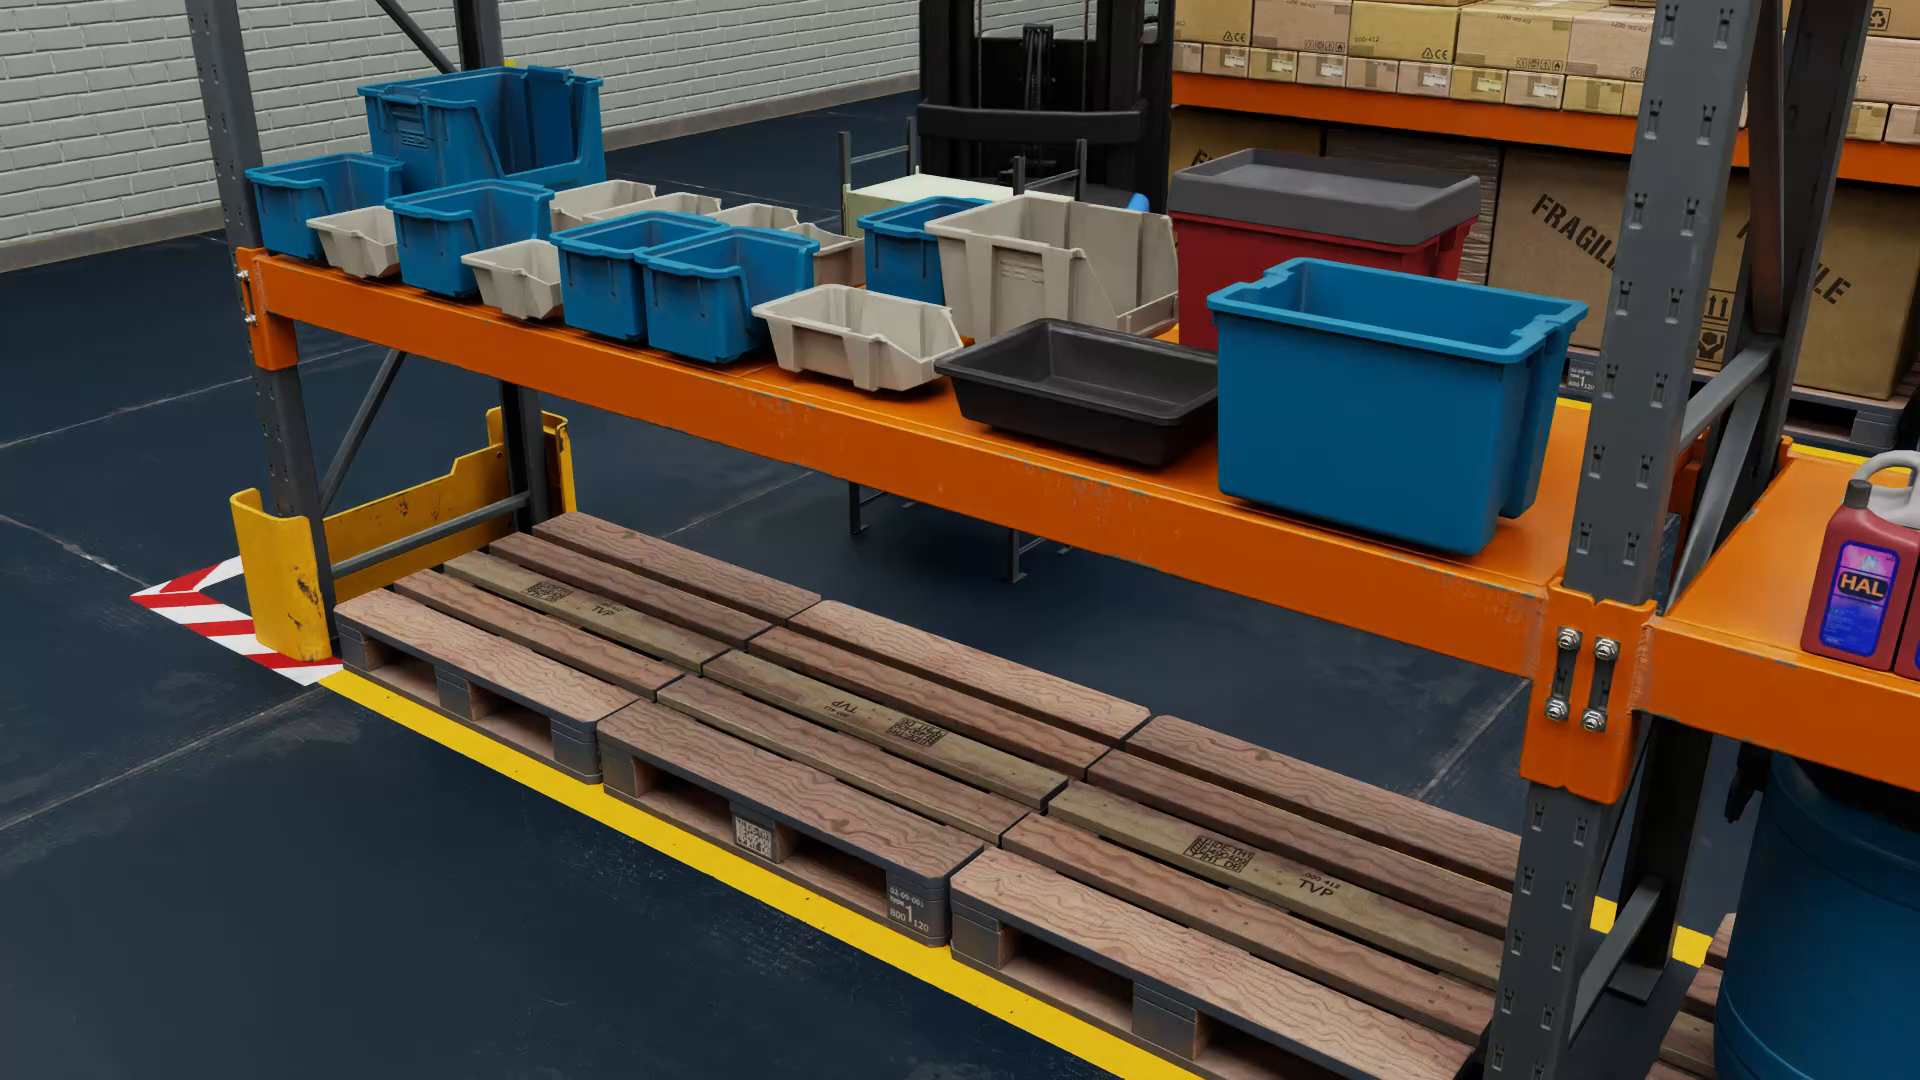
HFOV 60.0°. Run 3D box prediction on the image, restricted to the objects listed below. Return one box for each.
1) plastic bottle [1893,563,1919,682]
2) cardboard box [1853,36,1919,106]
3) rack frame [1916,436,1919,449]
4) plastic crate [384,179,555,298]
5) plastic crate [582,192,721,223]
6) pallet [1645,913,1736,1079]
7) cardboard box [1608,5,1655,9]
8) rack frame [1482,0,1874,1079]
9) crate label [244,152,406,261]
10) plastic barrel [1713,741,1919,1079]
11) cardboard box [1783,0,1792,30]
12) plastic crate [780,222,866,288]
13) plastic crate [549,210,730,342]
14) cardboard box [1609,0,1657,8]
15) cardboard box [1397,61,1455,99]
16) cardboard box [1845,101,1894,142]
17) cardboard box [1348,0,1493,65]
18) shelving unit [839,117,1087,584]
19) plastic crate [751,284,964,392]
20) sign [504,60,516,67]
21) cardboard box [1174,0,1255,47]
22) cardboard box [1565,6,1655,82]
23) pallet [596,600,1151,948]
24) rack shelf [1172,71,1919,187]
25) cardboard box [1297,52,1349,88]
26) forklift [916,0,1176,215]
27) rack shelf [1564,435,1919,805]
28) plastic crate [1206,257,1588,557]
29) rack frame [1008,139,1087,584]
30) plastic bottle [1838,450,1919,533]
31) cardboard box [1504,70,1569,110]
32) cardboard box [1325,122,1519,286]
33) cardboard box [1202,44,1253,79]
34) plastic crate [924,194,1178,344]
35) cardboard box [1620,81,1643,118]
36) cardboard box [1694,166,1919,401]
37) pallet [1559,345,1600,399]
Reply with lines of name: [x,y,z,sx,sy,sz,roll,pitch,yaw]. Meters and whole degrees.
plastic bottle: [1.500,0.084,2.483,0.133,0.283,0.061,17,29,33]
cardboard box: [3.815,-1.915,6.693,0.500,0.250,0.500,16,29,32]
rack frame: [4.326,-1.826,6.673,0.127,3.000,1.000,17,29,33]
plastic crate: [-1.318,-0.820,4.525,0.300,0.233,0.416,17,29,33]
plastic crate: [-0.861,-0.888,4.798,0.243,0.136,0.396,17,29,33]
pallet: [1.948,1.249,3.154,1.213,0.211,1.003,17,29,33]
cardboard box: [3.294,-2.336,7.650,0.500,0.250,0.500,18,29,35]
rack frame: [1.355,-0.227,3.046,0.127,3.000,1.000,17,29,33]
crate label: [-1.845,-0.980,4.887,0.303,0.233,0.416,17,29,33]
plastic barrel: [1.781,0.678,3.073,0.708,0.901,0.600,17,29,33]
cardboard box: [3.399,-2.384,6.827,0.500,0.500,0.500,17,29,34]
plastic crate: [-0.375,-0.763,4.514,0.250,0.136,0.298,17,29,33]
plastic crate: [-0.792,-0.661,4.164,0.300,0.233,0.416,17,29,33]
cardboard box: [3.288,-2.680,7.500,0.500,0.500,0.500,16,28,32]
cardboard box: [2.242,-2.175,7.779,0.250,0.149,0.380,16,29,33]
cardboard box: [3.679,-1.741,6.792,0.250,0.149,0.380,17,29,34]
cardboard box: [2.167,-2.411,7.819,0.500,0.250,0.500,16,28,32]
shelving unit: [0.005,-0.685,5.944,0.755,1.500,0.431,17,29,33]
plastic crate: [-0.218,-0.458,3.823,0.466,0.136,0.293,17,29,33]
sign: [-1.528,-1.451,5.620,0.005,0.325,0.100,17,29,33]
cardboard box: [1.347,-2.657,8.377,0.500,0.250,0.500,16,28,32]
cardboard box: [2.991,-2.163,7.256,0.500,0.250,0.500,18,29,34]
pallet: [-0.237,0.588,4.653,1.213,0.211,1.003,17,29,33]
rack shelf: [2.726,-1.980,7.916,4.000,0.370,1.077,17,29,33]
cardboard box: [1.832,-2.299,8.060,0.250,0.149,0.380,16,29,33]
forklift: [0.415,-2.103,7.387,1.130,2.935,3.031,5,24,10]
rack shelf: [2.956,0.585,2.093,4.000,0.370,1.077,17,29,33]
plastic crate: [0.777,-0.250,3.044,0.575,0.384,0.392,17,29,33]
rack frame: [0.298,-0.596,5.743,0.023,1.500,0.400,17,29,33]
plastic bottle: [1.475,-0.005,2.603,0.185,0.351,0.144,17,29,33]
cardboard box: [2.654,-2.051,7.497,0.250,0.149,0.380,17,29,34]
cardboard box: [2.414,-1.664,8.420,0.875,0.875,0.875,17,29,33]
cardboard box: [1.418,-2.424,8.343,0.250,0.149,0.380,16,29,33]
plastic crate: [0.244,-0.629,4.031,0.530,0.282,0.437,17,29,33]
cardboard box: [3.062,-1.927,7.216,0.250,0.149,0.380,17,29,34]
cardboard box: [3.846,-1.231,7.438,0.875,0.875,0.875,17,29,33]
pallet: [2.784,-1.053,8.379,1.213,0.211,1.003,17,29,33]
